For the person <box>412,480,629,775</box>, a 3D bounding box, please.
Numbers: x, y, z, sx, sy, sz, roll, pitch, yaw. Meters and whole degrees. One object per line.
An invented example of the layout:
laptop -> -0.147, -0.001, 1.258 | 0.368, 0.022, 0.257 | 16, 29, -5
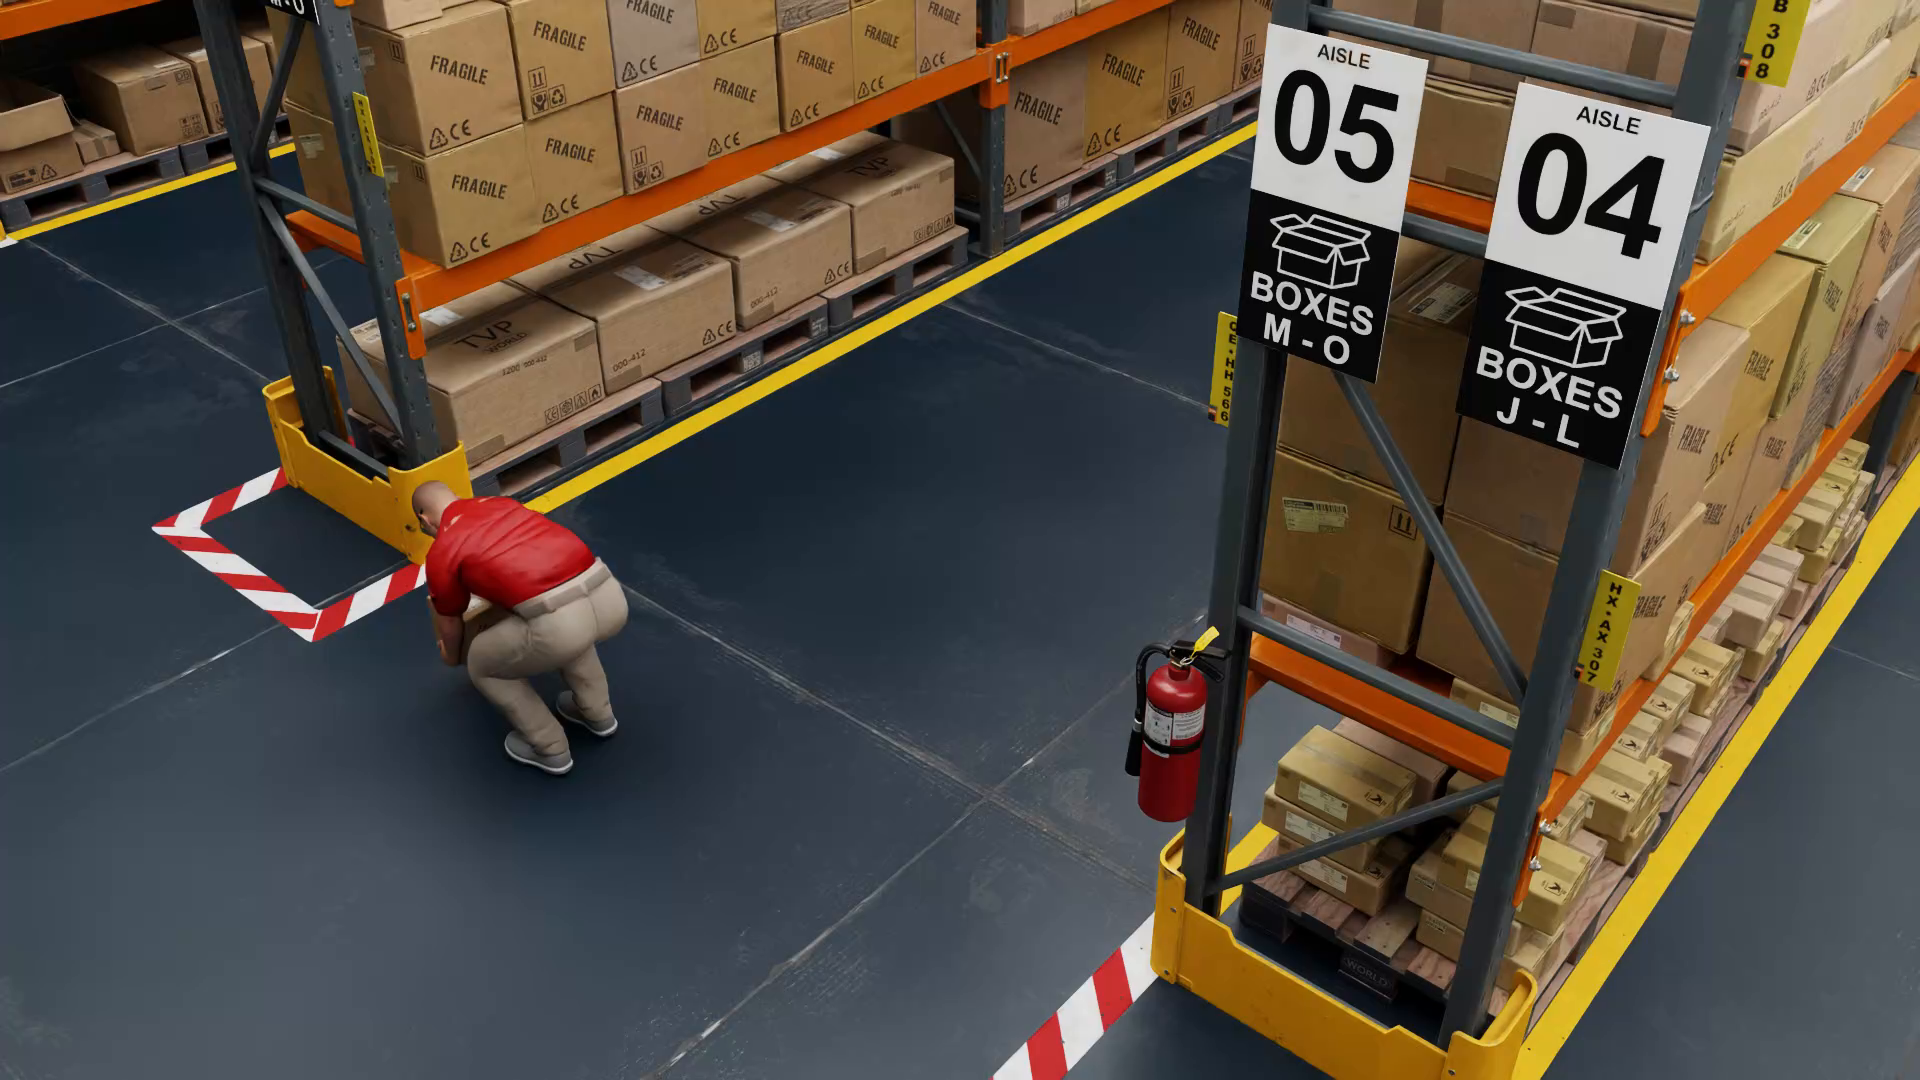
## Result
person -> -1.673, 0.324, 6.340 | 0.940, 0.994, 0.534 | 23, 41, 30
